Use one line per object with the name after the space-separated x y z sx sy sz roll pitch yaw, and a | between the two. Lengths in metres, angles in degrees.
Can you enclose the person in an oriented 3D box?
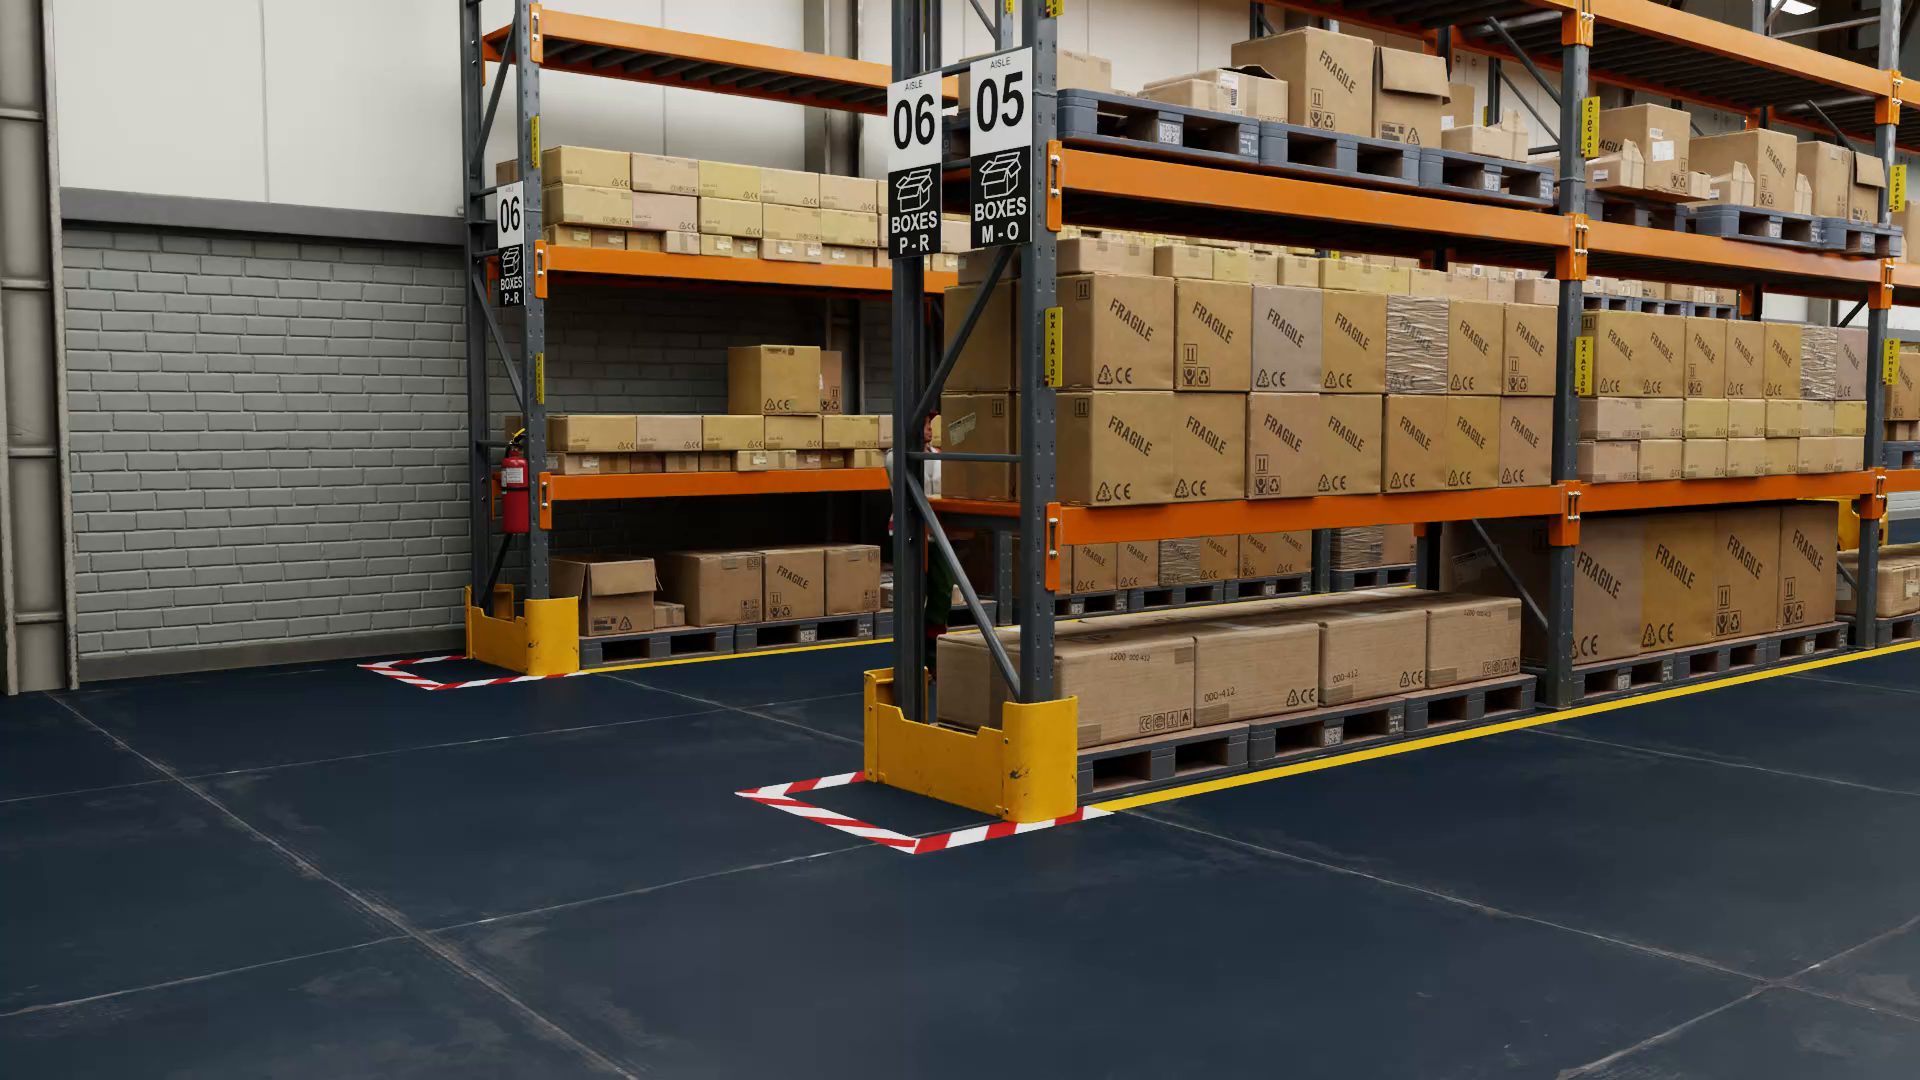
-0.186 0.012 10.637 0.494 1.782 0.564 -3 5 -39 | person
